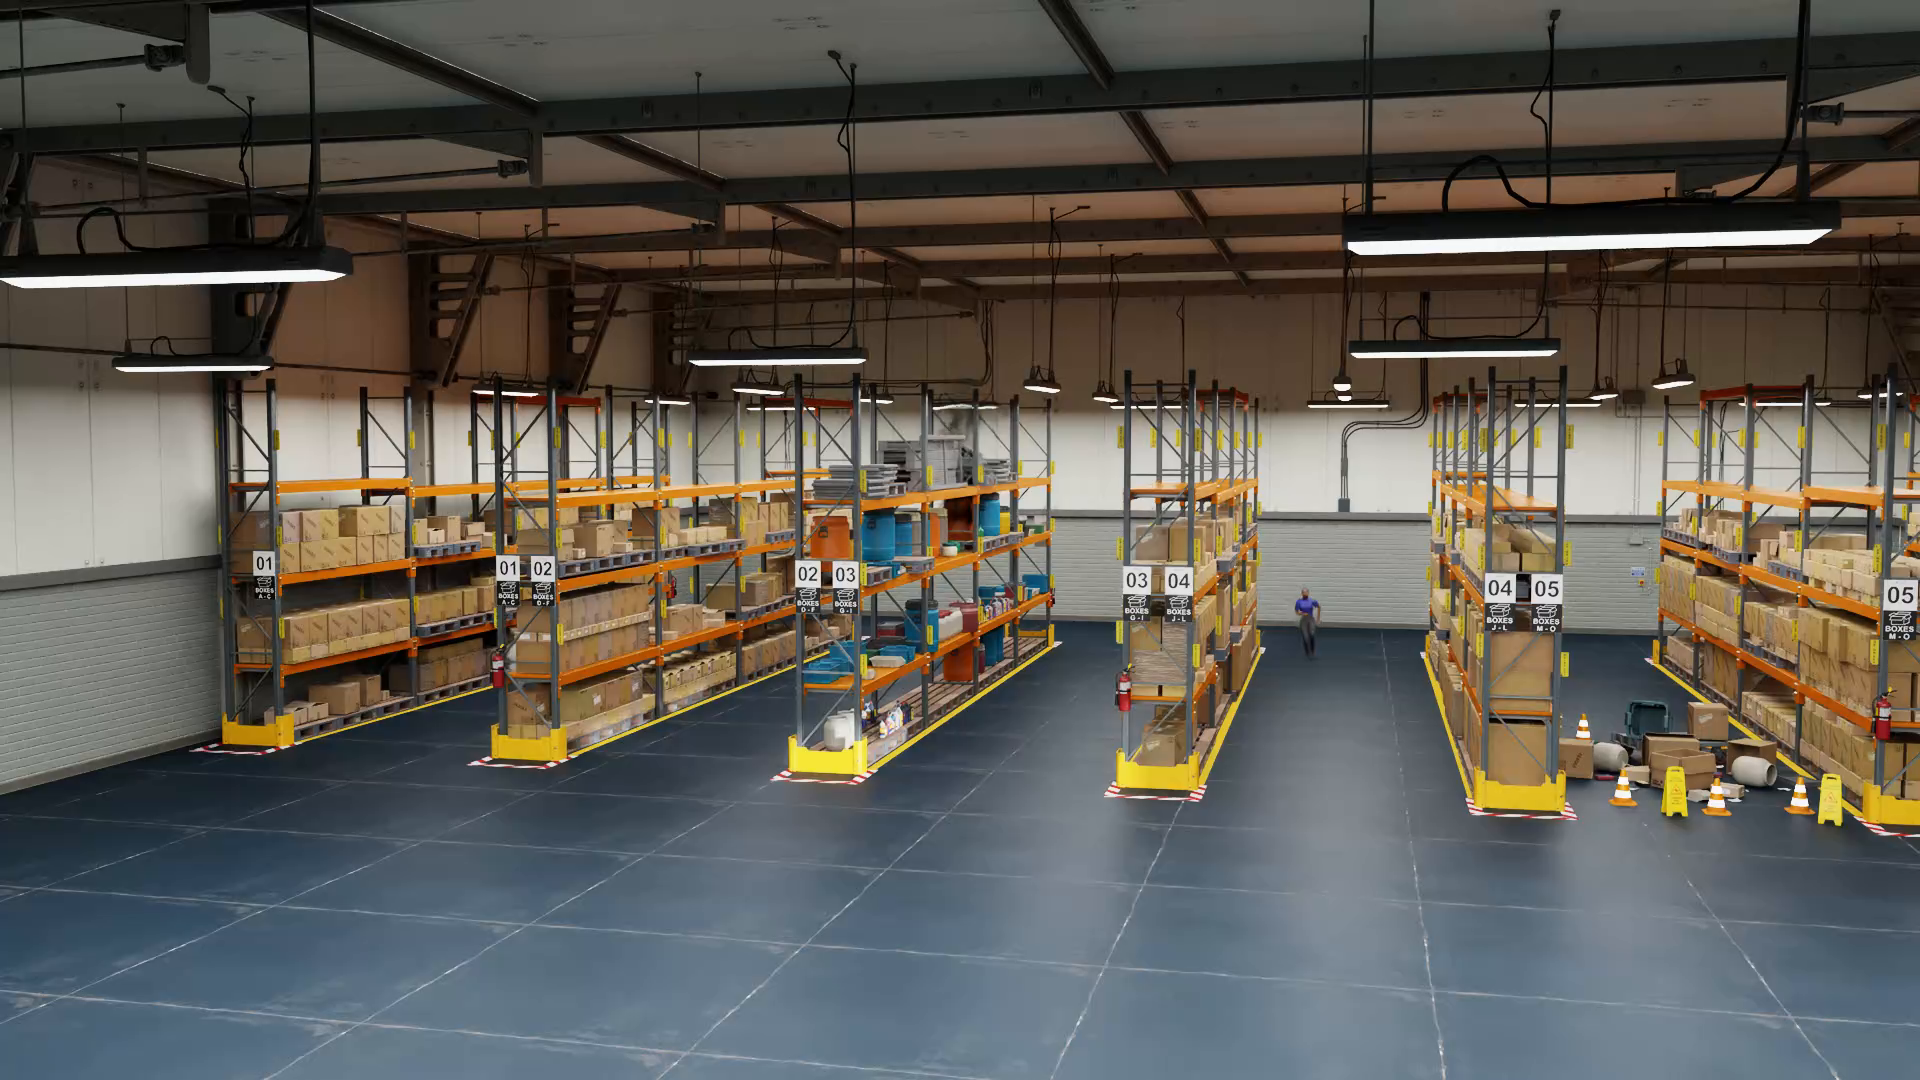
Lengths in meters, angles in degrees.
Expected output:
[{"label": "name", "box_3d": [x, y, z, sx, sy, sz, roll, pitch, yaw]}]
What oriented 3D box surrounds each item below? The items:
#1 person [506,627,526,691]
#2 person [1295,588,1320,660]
[{"label": "person", "box_3d": [-7.783, 2.395, 29.465, 0.584, 1.739, 0.885, 1, 4, 16]}, {"label": "person", "box_3d": [7.952, 1.909, 38.077, 0.559, 1.635, 0.630, 1, 4, 14]}]
